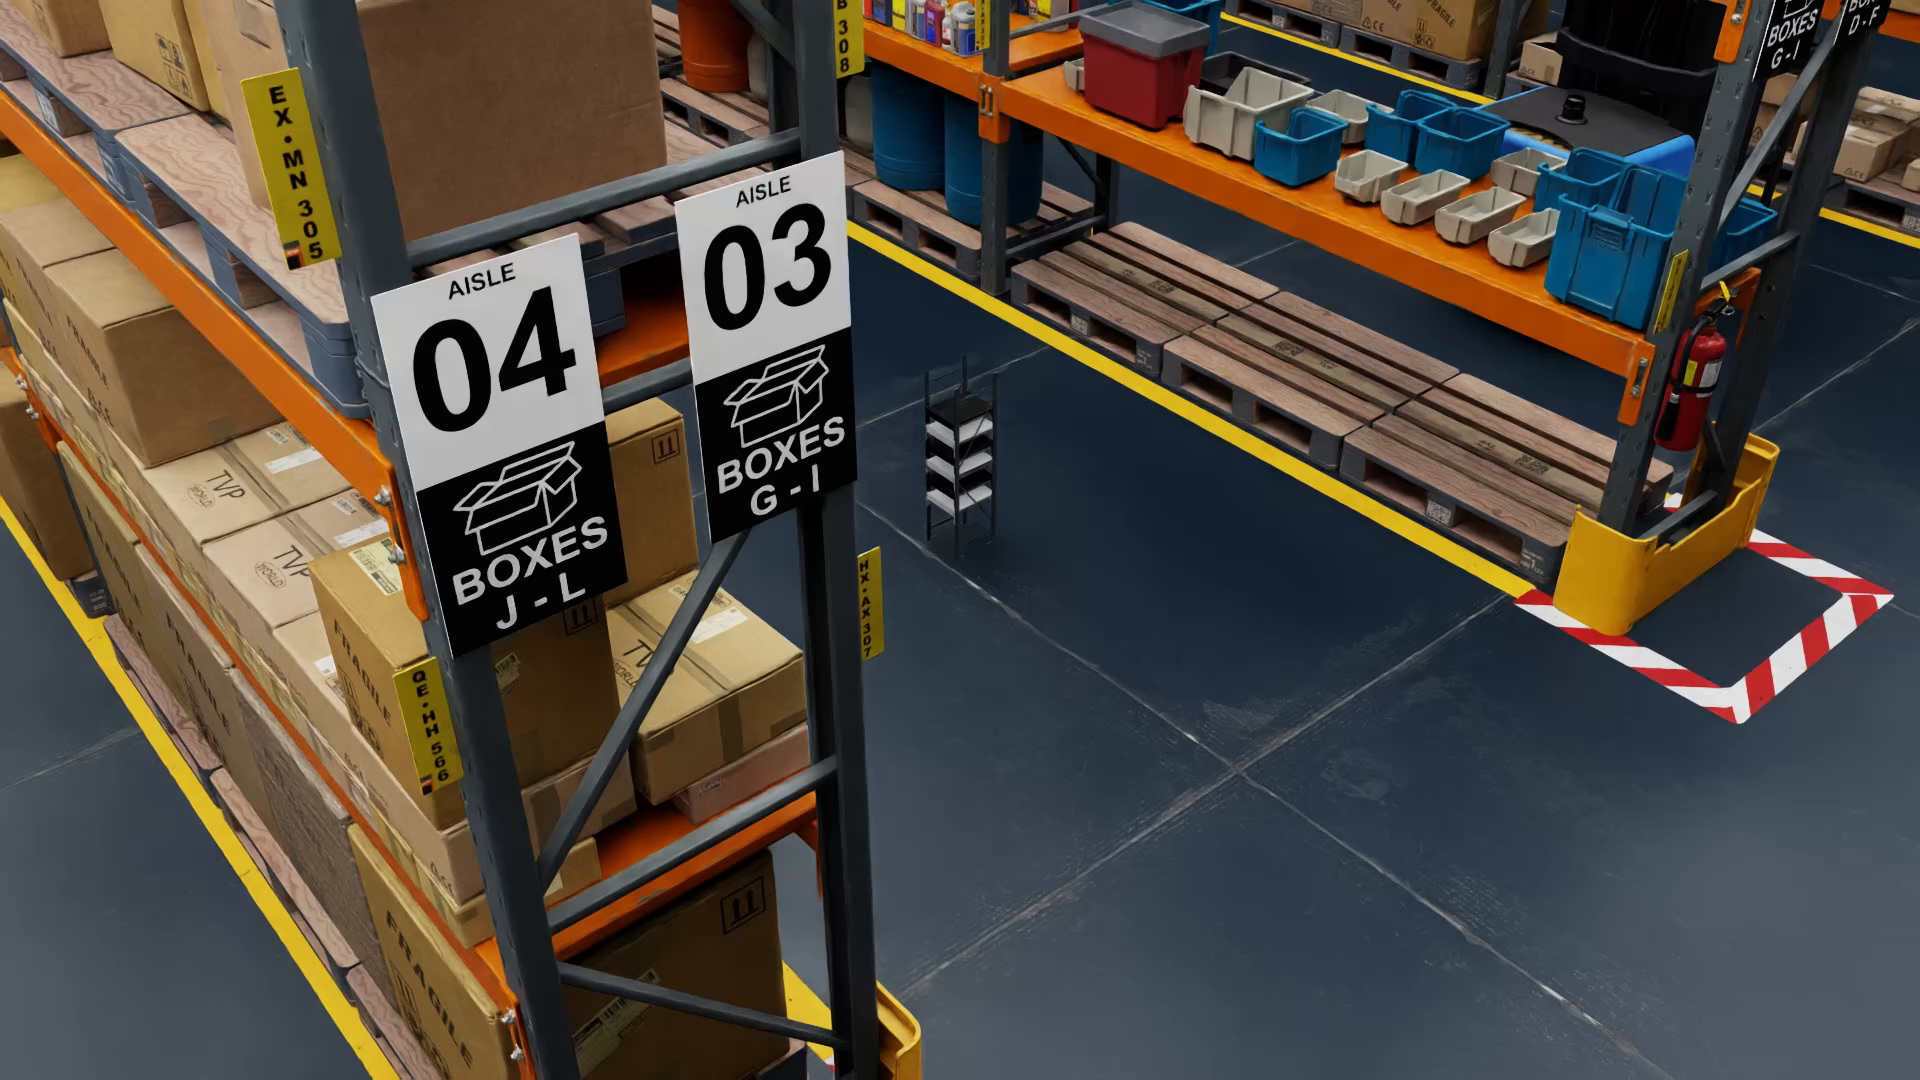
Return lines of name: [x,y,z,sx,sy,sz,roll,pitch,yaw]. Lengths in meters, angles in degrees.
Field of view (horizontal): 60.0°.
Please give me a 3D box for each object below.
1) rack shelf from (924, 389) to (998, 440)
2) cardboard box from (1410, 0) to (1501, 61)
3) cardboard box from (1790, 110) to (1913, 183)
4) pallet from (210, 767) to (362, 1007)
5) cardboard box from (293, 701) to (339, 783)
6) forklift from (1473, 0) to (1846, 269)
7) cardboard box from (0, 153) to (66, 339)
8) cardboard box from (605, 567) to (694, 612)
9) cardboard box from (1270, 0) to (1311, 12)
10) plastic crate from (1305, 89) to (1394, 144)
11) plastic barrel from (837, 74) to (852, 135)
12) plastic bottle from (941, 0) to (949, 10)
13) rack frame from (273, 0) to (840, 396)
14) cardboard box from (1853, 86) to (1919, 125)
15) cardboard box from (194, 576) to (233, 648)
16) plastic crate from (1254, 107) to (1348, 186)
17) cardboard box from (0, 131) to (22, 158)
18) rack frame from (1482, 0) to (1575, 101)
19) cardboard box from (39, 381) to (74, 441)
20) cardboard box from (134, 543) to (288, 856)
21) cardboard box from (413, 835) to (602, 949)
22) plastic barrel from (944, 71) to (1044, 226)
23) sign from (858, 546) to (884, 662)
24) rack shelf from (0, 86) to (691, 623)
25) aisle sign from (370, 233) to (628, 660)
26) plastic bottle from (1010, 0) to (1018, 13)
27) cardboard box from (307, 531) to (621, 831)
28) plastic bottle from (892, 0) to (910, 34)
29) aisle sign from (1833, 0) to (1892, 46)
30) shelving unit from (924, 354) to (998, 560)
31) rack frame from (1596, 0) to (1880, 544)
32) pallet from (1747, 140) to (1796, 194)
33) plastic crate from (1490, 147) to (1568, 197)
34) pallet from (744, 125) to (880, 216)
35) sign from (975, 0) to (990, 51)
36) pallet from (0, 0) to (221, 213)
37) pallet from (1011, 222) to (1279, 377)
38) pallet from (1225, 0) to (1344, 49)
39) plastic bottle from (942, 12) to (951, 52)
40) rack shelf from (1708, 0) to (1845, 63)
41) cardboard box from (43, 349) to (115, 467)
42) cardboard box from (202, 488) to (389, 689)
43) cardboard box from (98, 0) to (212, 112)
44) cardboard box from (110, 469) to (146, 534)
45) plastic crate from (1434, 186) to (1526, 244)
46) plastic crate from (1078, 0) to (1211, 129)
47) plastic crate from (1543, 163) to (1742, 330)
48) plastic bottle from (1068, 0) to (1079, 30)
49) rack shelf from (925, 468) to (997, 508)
rack shelf: [0.005,-0.557,7.348,0.258,0.077,0.200,-26,43,-32]
cardboard box: [3.791,-3.973,12.547,0.500,0.500,0.500,-26,43,-32]
cardboard box: [5.781,-2.573,10.786,0.500,0.250,0.500,-26,43,-32]
pallet: [-2.019,1.032,6.110,1.003,0.211,1.213,-26,43,-32]
cardboard box: [-1.632,0.488,4.683,0.380,0.149,0.250,-25,42,-31]
forklift: [4.244,-2.970,9.408,3.031,2.935,1.130,-23,41,-29]
cardboard box: [-3.127,-1.069,5.888,0.500,0.500,0.500,-26,43,-32]
cardboard box: [-1.104,0.156,4.806,0.500,0.250,0.500,-27,43,-32]
cardboard box: [2.826,-4.640,13.489,0.500,0.500,0.500,-28,44,-33]
plastic crate: [1.896,-2.117,8.321,0.293,0.136,0.466,-26,43,-32]
plastic barrel: [-0.981,-3.102,11.258,0.600,0.588,0.708,-26,43,-32]
plastic bottle: [-0.111,-3.046,9.627,0.097,0.201,0.097,0,35,0]
rack frame: [-0.660,-1.692,2.353,1.000,3.000,0.127,-26,43,-32]
cardboard box: [6.131,-2.782,11.081,0.500,0.250,0.500,-26,43,-32]
cardboard box: [-2.127,0.149,5.161,0.380,0.149,0.250,-25,42,-31]
plastic crate: [1.603,-1.858,7.872,0.416,0.233,0.300,-26,43,-32]
cardboard box: [-3.660,-1.739,6.656,0.797,0.503,0.637,-27,43,-33]
rack frame: [4.329,-4.703,11.795,1.000,3.000,0.127,-26,43,-32]
cardboard box: [-3.135,-0.537,6.130,0.380,0.149,0.250,-28,44,-33]
cardboard box: [-2.296,0.404,6.059,0.875,0.875,0.875,-26,43,-32]
cardboard box: [-1.141,0.824,4.208,0.380,0.149,0.250,-25,42,-31]
plastic barrel: [0.204,-2.419,10.022,0.600,0.901,0.708,-26,43,-32]
sign: [-0.232,0.166,4.102,0.100,0.325,0.005,-26,43,-32]
rack shelf: [-1.951,-1.057,4.675,1.077,0.370,4.000,-26,43,-32]
aisle sign: [-0.843,-0.161,3.133,0.394,0.787,0.004,-26,43,-32]
plastic bottle: [0.299,-3.315,9.942,0.152,0.276,0.135,-26,43,-32]
cardboard box: [-1.175,0.273,3.993,0.500,0.500,0.500,-25,43,-31]
plastic bottle: [-0.301,-3.121,9.604,0.144,0.351,0.185,-26,43,-32]
aisle sign: [3.397,-2.231,6.056,0.394,0.787,0.004,-26,43,-32]
shelving unit: [0.005,-0.364,7.485,0.258,0.900,0.210,-26,43,-32]
rack frame: [3.124,-1.091,6.695,1.000,3.000,0.127,-26,43,-32]
pallet: [5.563,-2.722,11.412,1.003,0.211,1.213,-26,43,-32]
plastic crate: [2.634,-1.712,7.748,0.250,0.136,0.298,-26,43,-32]
pallet: [-0.715,-2.614,11.259,1.003,0.211,1.213,-26,43,-32]
sign: [0.121,-2.766,8.820,0.100,0.325,0.005,-26,43,-32]
pallet: [-1.938,-1.294,4.464,1.003,0.211,1.213,-26,43,-32]
pallet: [1.047,-1.409,9.557,1.003,0.211,1.213,-26,43,-32]
pallet: [2.983,-4.449,13.849,1.003,0.211,1.213,-26,43,-32]
plastic bottle: [-0.055,-2.871,9.380,0.097,0.201,0.097,0,35,0]
rack shelf: [1.833,-2.905,7.283,1.077,0.370,4.000,-26,43,-32]
cardboard box: [-2.821,-0.544,5.794,0.500,0.250,0.500,-26,43,-32]
cardboard box: [-1.831,0.132,4.840,0.500,0.250,0.500,-28,44,-33]
cardboard box: [-1.678,-1.434,4.048,0.700,0.500,0.500,-29,45,-35]
cardboard box: [-2.628,-0.192,5.644,0.380,0.149,0.250,-27,43,-32]
plastic crate: [2.283,-1.434,7.356,0.396,0.136,0.243,-26,43,-32]
plastic crate: [0.927,-2.420,8.464,0.402,0.464,0.583,-26,43,-32]
plastic crate: [2.765,-1.208,6.778,0.616,0.435,0.499,-26,43,-32]
plastic bottle: [0.632,-3.131,9.676,0.061,0.283,0.133,-26,43,-32]
rack shelf: [0.005,-0.263,7.556,0.258,0.077,0.200,-26,43,-32]
